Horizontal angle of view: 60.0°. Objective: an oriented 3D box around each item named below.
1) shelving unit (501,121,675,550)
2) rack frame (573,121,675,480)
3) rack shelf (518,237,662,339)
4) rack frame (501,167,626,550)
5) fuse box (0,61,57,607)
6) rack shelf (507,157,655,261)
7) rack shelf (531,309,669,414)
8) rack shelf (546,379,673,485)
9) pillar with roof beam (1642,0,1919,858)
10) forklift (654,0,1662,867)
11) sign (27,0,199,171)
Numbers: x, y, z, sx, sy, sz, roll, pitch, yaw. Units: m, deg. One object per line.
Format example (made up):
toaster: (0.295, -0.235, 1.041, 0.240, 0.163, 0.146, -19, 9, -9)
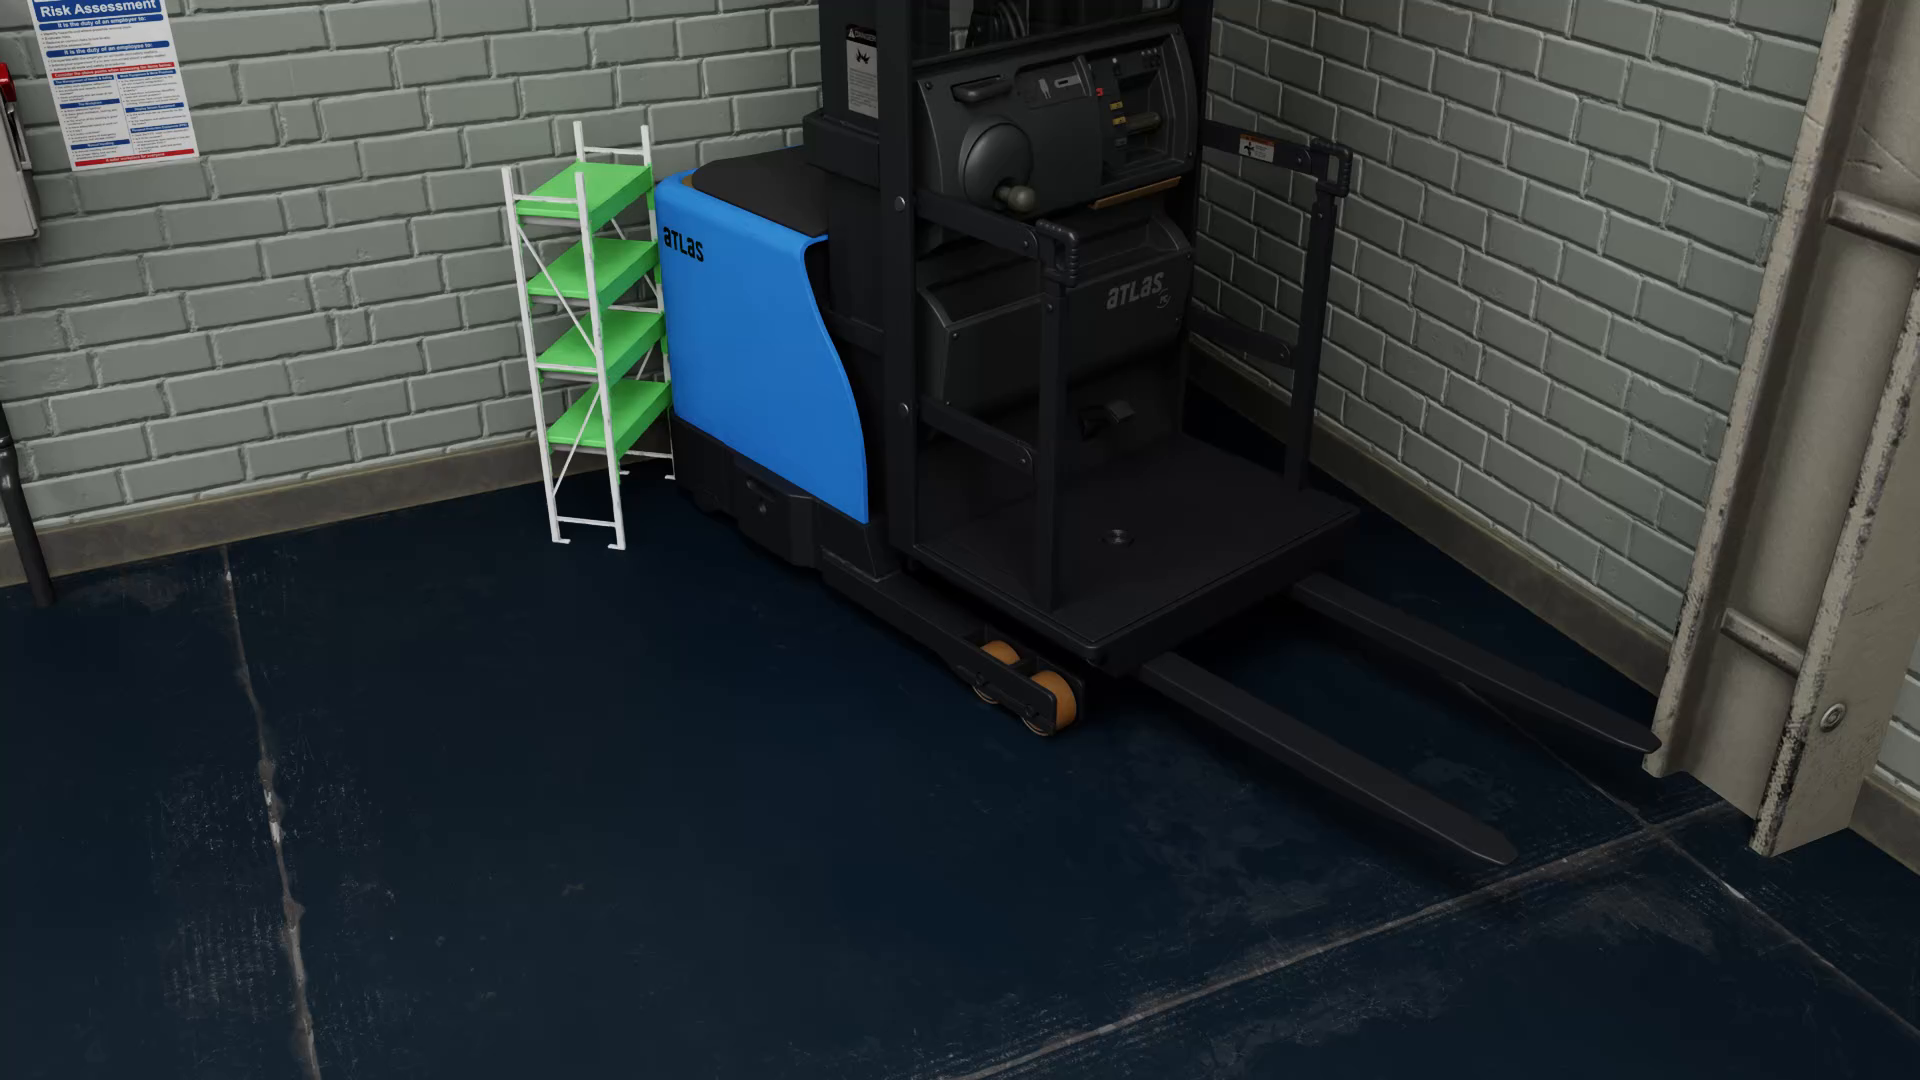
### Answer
shelving unit: (-1.112, -0.625, 5.137, 0.258, 1.200, 0.503, 6, 30, 11)
rack frame: (-1.060, -0.741, 5.345, 0.240, 1.200, 0.015, 6, 30, 11)
rack shelf: (-1.112, -0.778, 5.051, 0.258, 0.148, 0.480, 6, 30, 11)
rack frame: (-1.164, -0.508, 4.929, 0.240, 1.200, 0.015, 6, 30, 11)
fuse box: (-2.668, -0.555, 4.491, 0.539, 1.711, 0.414, -13, 32, -22)
rack shelf: (-1.112, -0.988, 4.934, 0.258, 0.148, 0.480, 6, 30, 11)
rack shelf: (-1.112, -0.569, 5.168, 0.258, 0.148, 0.480, 6, 30, 11)
rack shelf: (-1.112, -0.360, 5.286, 0.258, 0.148, 0.480, 6, 30, 11)
pillar with roof beam: (-1.936, -2.392, 0.315, 9.100, 9.000, 0.400, -13, 32, -22)
forklift: (0.413, -1.050, 4.126, 1.130, 2.935, 3.031, -23, 37, -35)
sign: (-2.311, -1.271, 4.547, 0.329, 0.494, 0.001, -13, 32, -22)
